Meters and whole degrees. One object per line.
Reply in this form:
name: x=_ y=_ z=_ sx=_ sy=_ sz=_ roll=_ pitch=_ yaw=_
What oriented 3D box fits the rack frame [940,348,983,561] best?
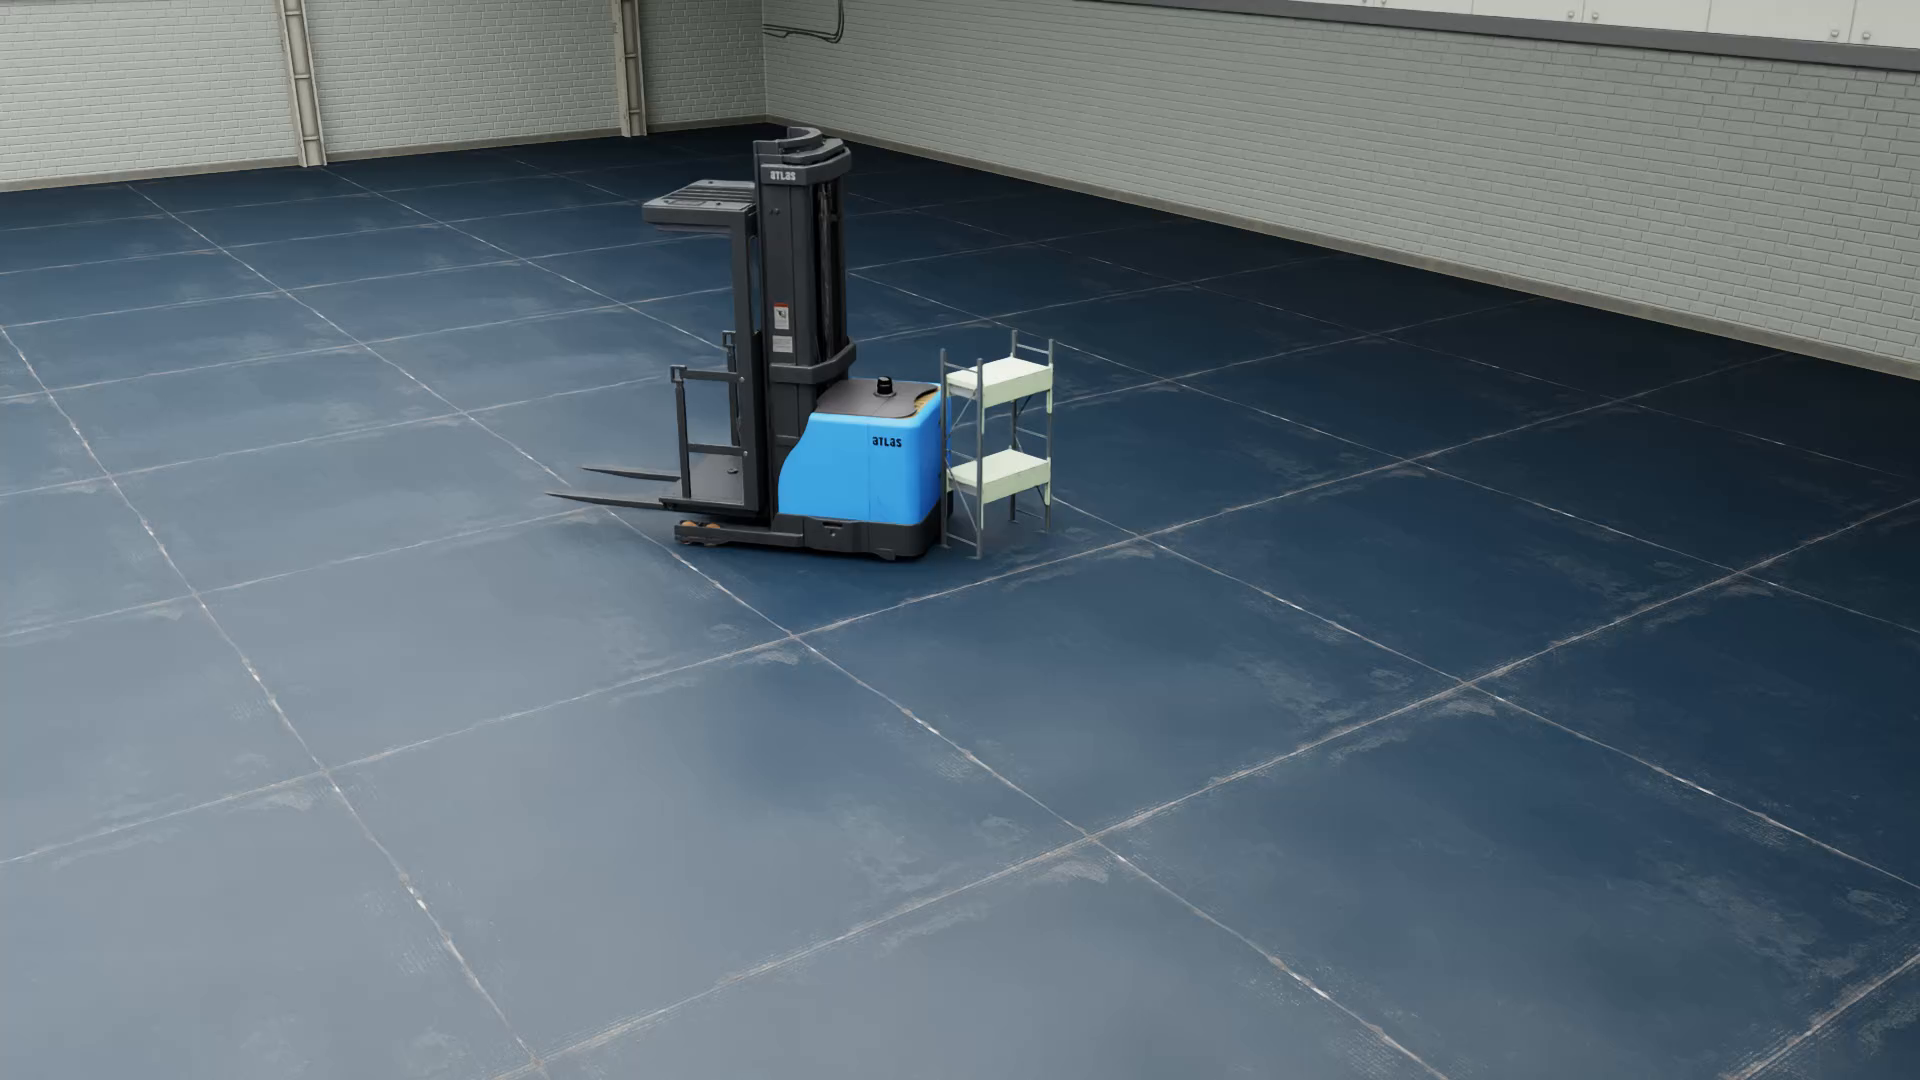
rack frame: x=0.010 y=-0.603 z=11.883 sx=0.023 sy=1.500 sz=0.400 roll=-20 pitch=29 yaw=-41

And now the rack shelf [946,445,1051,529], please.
rack shelf: x=0.270 y=-0.395 z=12.243 sx=0.720 sy=0.370 sz=0.431 roll=-20 pitch=29 yaw=-41

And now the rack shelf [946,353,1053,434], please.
rack shelf: x=0.270 y=-1.061 z=11.978 sx=0.720 sy=0.370 sz=0.431 roll=-20 pitch=29 yaw=-41

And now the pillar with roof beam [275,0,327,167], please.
pillar with roof beam: x=-8.585 y=-9.320 z=23.611 sx=0.400 sy=9.000 sz=9.100 roll=-15 pitch=26 yaw=-33

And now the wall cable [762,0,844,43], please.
wall cable: x=-3.065 y=-10.712 z=31.288 sx=0.112 sy=2.526 sz=3.097 roll=-15 pitch=26 yaw=-33

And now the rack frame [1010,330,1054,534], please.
rack frame: x=0.530 y=-0.794 z=12.362 sx=0.023 sy=1.500 sz=0.400 roll=-20 pitch=29 yaw=-41

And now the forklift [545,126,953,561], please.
forklift: x=-1.625 y=-1.494 z=12.185 sx=3.031 sy=2.935 sz=1.130 roll=5 pitch=22 yaw=13

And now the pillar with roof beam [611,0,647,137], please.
pillar with roof beam: x=-3.714 y=-10.619 z=26.866 sx=0.400 sy=9.000 sz=9.100 roll=-15 pitch=26 yaw=-33

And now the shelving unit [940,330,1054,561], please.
shelving unit: x=0.270 y=-0.698 z=12.123 sx=0.755 sy=1.500 sz=0.431 roll=-20 pitch=29 yaw=-41
